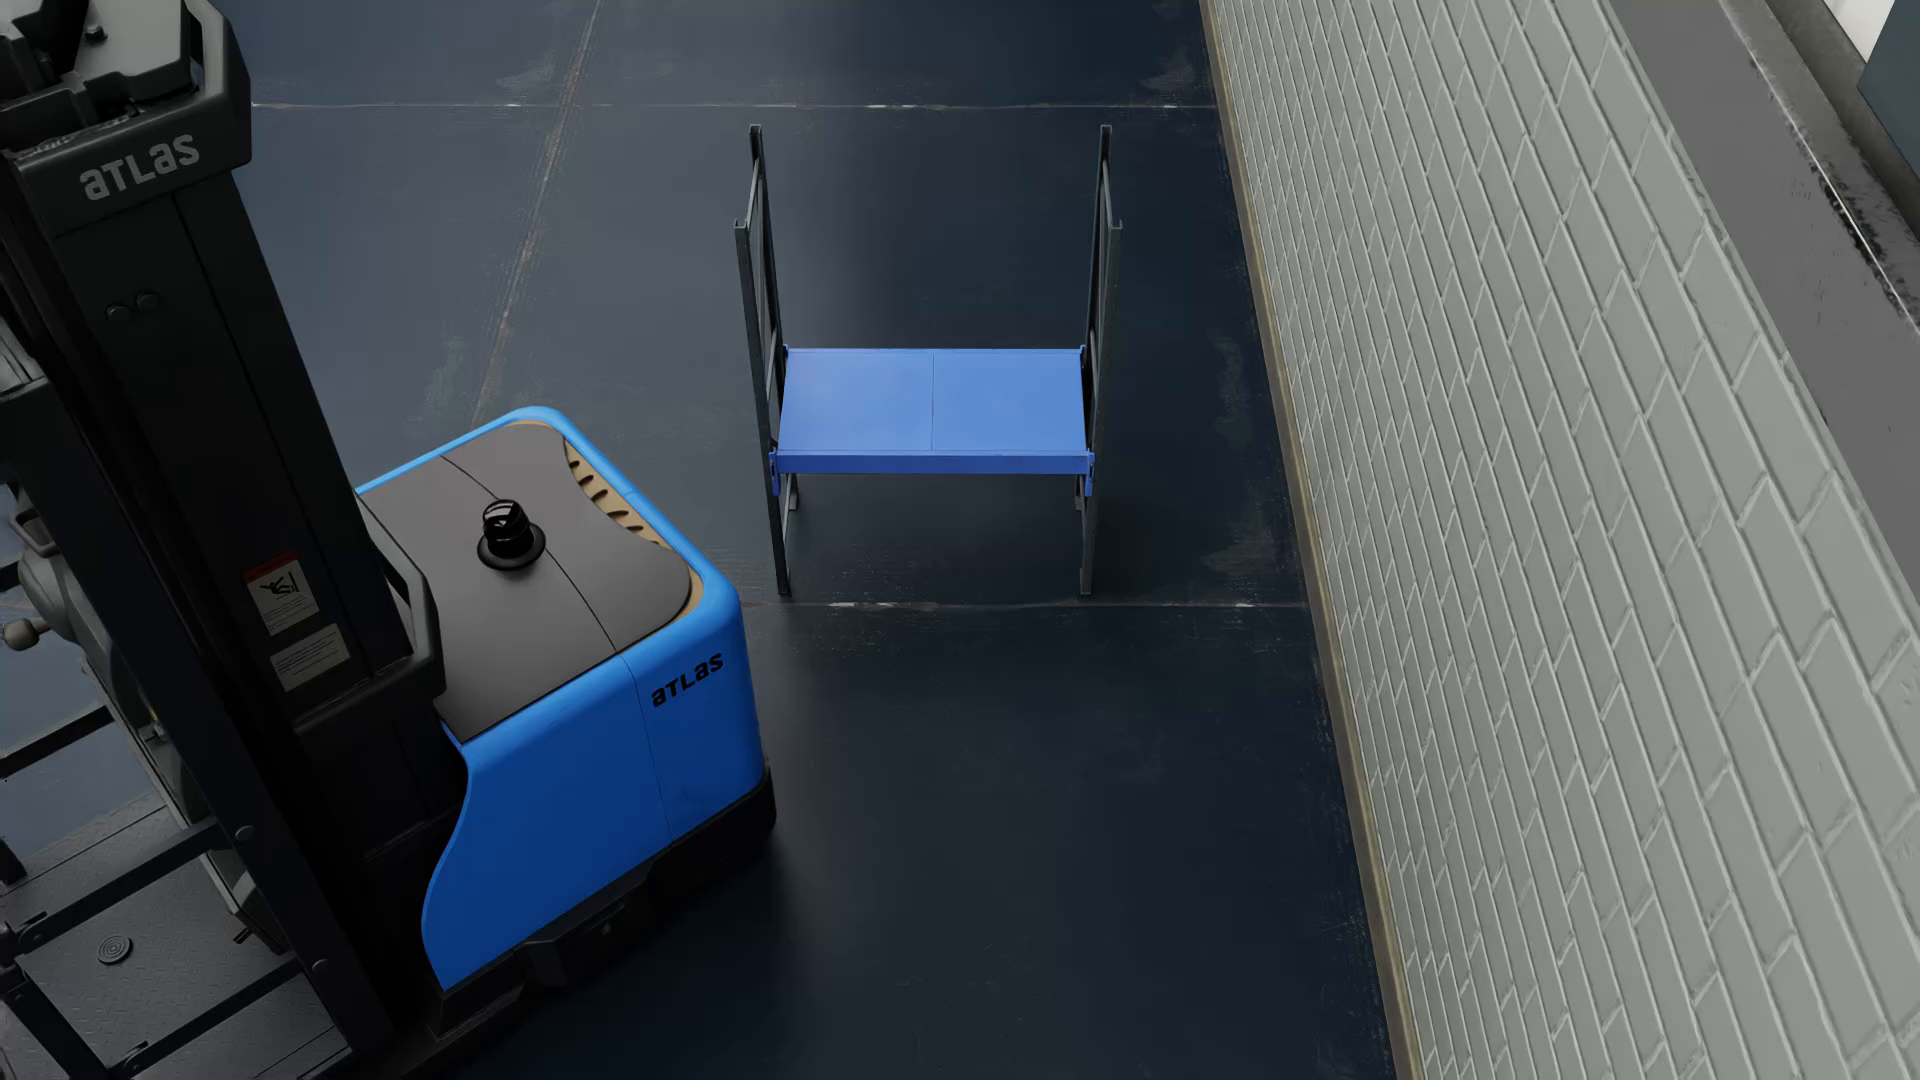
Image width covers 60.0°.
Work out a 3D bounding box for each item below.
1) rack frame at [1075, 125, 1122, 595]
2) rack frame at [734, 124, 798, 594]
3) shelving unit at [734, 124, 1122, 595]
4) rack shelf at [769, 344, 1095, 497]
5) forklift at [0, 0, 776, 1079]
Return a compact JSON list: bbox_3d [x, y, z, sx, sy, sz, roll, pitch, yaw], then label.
[{"bbox_3d":[0.423,-0.510,5.200,0.032,1.500,0.500,0,47,0],"label":"rack frame"},{"bbox_3d":[-0.594,-0.513,5.203,0.032,1.500,0.500,0,47,0],"label":"rack frame"},{"bbox_3d":[-0.085,-0.511,5.201,1.048,1.500,0.538,0,47,0],"label":"shelving unit"},{"bbox_3d":[-0.085,-0.389,5.333,1.000,0.185,0.538,0,47,0],"label":"rack shelf"},{"bbox_3d":[-1.994,0.295,3.473,3.031,2.935,1.130,-32,55,-26],"label":"forklift"}]
